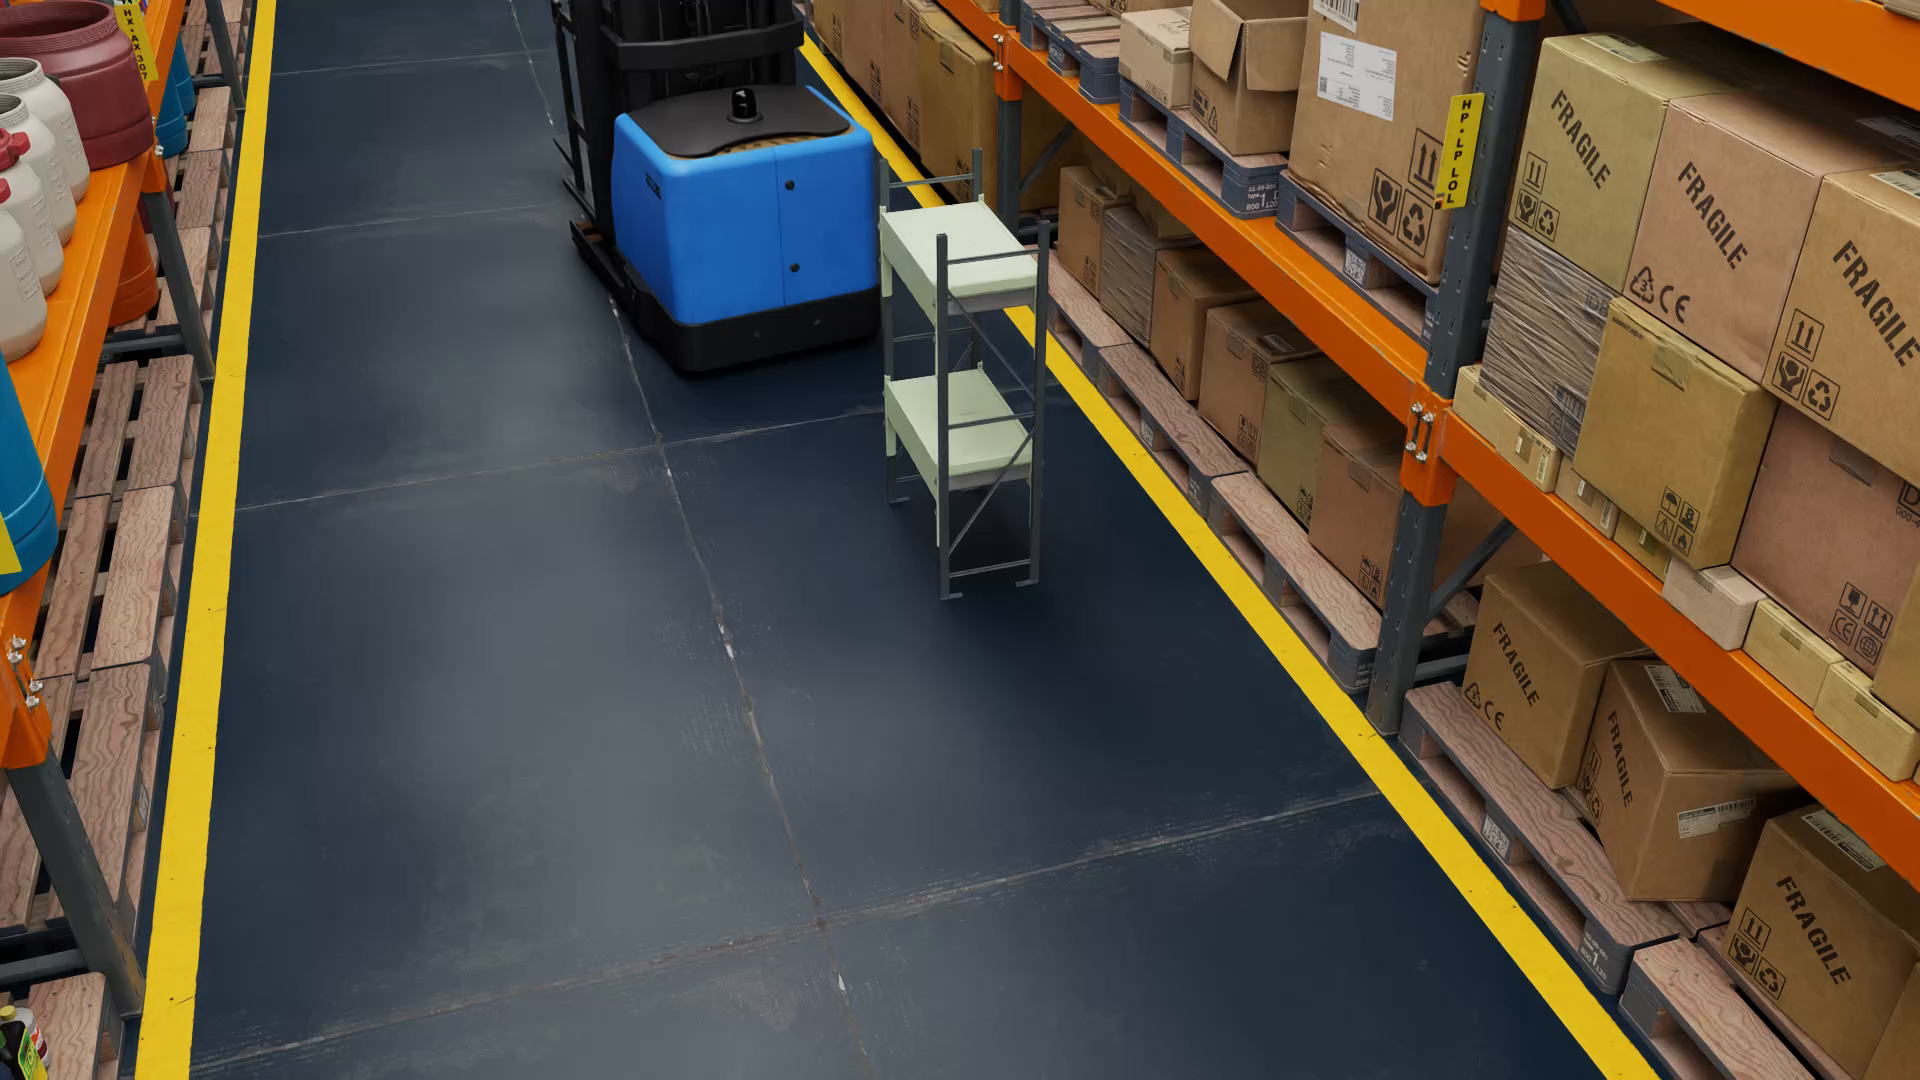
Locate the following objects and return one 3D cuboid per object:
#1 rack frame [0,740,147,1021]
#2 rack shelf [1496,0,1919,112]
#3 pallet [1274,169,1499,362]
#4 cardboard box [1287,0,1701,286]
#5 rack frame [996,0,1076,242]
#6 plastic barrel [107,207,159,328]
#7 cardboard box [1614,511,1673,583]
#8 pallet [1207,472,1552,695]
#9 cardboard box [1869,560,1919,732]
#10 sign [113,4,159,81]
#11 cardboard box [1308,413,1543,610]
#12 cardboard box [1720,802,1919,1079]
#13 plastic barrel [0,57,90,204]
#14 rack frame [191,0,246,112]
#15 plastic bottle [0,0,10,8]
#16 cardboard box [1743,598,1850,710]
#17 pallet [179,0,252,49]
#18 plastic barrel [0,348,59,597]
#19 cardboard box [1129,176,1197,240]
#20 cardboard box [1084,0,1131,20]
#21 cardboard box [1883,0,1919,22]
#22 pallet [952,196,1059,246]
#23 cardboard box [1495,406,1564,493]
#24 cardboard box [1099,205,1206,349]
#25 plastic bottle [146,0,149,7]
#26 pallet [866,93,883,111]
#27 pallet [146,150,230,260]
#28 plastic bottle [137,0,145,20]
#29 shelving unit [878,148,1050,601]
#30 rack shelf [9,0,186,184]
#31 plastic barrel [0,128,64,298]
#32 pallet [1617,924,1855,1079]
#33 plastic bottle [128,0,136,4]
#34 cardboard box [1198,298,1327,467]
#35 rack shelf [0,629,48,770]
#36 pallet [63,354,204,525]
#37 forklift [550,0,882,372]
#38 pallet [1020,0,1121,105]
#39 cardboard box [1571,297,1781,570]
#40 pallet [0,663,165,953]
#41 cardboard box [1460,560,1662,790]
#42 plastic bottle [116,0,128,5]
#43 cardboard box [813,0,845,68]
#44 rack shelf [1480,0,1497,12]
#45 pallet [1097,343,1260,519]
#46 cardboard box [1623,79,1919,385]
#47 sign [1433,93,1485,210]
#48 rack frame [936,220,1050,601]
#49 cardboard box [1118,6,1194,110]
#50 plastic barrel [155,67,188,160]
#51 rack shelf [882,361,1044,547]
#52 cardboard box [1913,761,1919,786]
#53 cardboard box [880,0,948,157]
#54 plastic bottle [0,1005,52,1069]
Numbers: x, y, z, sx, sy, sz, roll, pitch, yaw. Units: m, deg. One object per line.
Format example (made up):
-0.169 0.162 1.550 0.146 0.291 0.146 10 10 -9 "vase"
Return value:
-2.810 0.148 3.805 1.000 3.000 0.127 -10 35 -15 "rack frame"
2.517 -0.586 2.848 1.077 0.370 4.000 -10 35 -15 "rack shelf"
1.813 -1.030 5.763 1.003 0.211 1.213 -10 35 -15 "pallet"
1.798 -1.551 5.451 1.000 1.000 1.000 -10 35 -14 "cardboard box"
0.687 -2.785 8.244 1.000 3.000 0.127 -10 35 -15 "rack frame"
-4.195 -1.476 7.850 0.600 0.830 0.708 -10 35 -15 "plastic barrel"
1.938 -0.027 4.298 0.380 0.149 0.250 -10 35 -15 "cardboard box"
1.668 0.070 6.452 1.003 0.211 1.213 -10 35 -15 "pallet"
2.466 0.180 3.397 0.875 0.500 0.500 -10 35 -15 "cardboard box"
-3.508 -2.116 7.084 0.100 0.325 0.005 -10 35 -15 "sign"
1.741 -0.151 6.127 0.700 0.500 0.500 -13 36 -18 "cardboard box"
2.437 1.012 4.384 0.500 0.500 0.500 -13 36 -19 "cardboard box"
-3.512 -1.494 6.189 0.421 0.512 0.421 0 33 0 "plastic barrel"
-5.250 -4.052 10.161 1.000 3.000 0.127 -10 35 -15 "rack frame"
-4.827 -2.765 8.320 0.061 0.283 0.133 -10 35 -15 "plastic bottle"
2.091 0.236 3.900 0.380 0.149 0.250 -10 35 -15 "cardboard box"
-5.887 -3.910 12.475 1.003 0.211 1.213 -10 35 -15 "pallet"
-2.639 -0.315 4.051 0.600 0.901 0.708 -10 35 -15 "plastic barrel"
1.092 -1.615 7.661 0.500 0.250 0.500 -6 34 -9 "cardboard box"
0.890 -2.725 7.681 0.500 0.500 0.500 -14 36 -21 "cardboard box"
2.108 -1.055 3.041 0.500 0.250 0.500 -11 35 -17 "cardboard box"
0.519 -2.048 9.658 1.003 0.211 1.213 -10 35 -15 "pallet"
1.750 -0.283 4.685 0.380 0.149 0.250 -10 35 -15 "cardboard box"
1.092 -1.288 7.847 0.700 0.500 0.500 -13 36 -19 "cardboard box"
-4.215 -2.852 8.461 0.097 0.271 0.097 0 33 0 "plastic bottle"
-0.226 -3.329 11.597 1.003 0.211 1.213 -10 35 -15 "pallet"
-4.678 -1.835 9.335 1.003 0.211 1.213 -10 35 -15 "pallet"
-4.145 -2.731 8.278 0.097 0.271 0.097 0 33 0 "plastic bottle"
0.002 -0.622 6.331 0.431 1.500 0.755 -10 35 -15 "shelving unit"
-4.640 -2.702 8.771 1.077 0.370 4.000 -10 35 -15 "rack shelf"
-3.248 -1.060 5.510 0.433 0.535 0.433 0 33 0 "plastic barrel"
2.522 1.467 4.338 1.003 0.211 1.213 -10 35 -15 "pallet"
-4.063 -2.627 8.110 0.061 0.283 0.133 -10 35 -15 "plastic bottle"
1.442 -0.699 6.955 0.700 0.500 0.500 -13 36 -19 "cardboard box"
-2.199 1.498 2.414 1.077 0.370 4.000 -10 35 -15 "rack shelf"
-3.830 -0.375 7.126 1.003 0.211 1.213 -10 35 -15 "pallet"
-1.487 -2.811 8.345 1.130 2.935 3.031 -15 36 -22 "forklift"
1.006 -2.349 7.757 1.213 0.211 1.003 -10 35 -15 "pallet"
2.105 -0.335 4.176 0.875 0.500 0.500 -10 35 -15 "cardboard box"
-3.086 0.906 5.188 1.003 0.211 1.213 -10 35 -15 "pallet"
1.991 0.400 5.311 0.500 0.500 0.500 -11 35 -16 "cardboard box"
-3.992 -2.506 7.927 0.061 0.283 0.133 -10 35 -15 "plastic bottle"
-0.319 -3.841 11.388 1.225 0.875 0.875 -10 35 -15 "cardboard box"
1.297 -2.686 6.026 1.077 0.370 4.000 -10 35 -15 "rack shelf"
1.293 -0.572 7.423 1.003 0.211 1.213 -10 35 -15 "pallet"
1.956 -0.726 3.861 0.500 0.500 0.500 -10 35 -15 "cardboard box"
1.380 -1.073 4.602 0.100 0.325 0.005 -10 35 -15 "sign"
0.114 -0.430 6.040 0.400 1.500 0.023 -10 35 -15 "rack frame"
0.979 -1.979 6.779 0.500 0.250 0.500 -11 35 -16 "cardboard box"
-4.884 -2.692 9.625 0.600 0.901 0.708 -10 35 -15 "plastic barrel"
0.002 -0.350 6.511 0.431 0.370 0.720 -10 35 -15 "rack shelf"
2.276 0.492 3.512 0.380 0.149 0.250 -10 35 -15 "cardboard box"
0.232 -2.909 9.977 1.225 0.875 0.875 -10 35 -15 "cardboard box"
-2.402 1.270 4.246 0.097 0.201 0.097 0 33 0 "plastic bottle"
